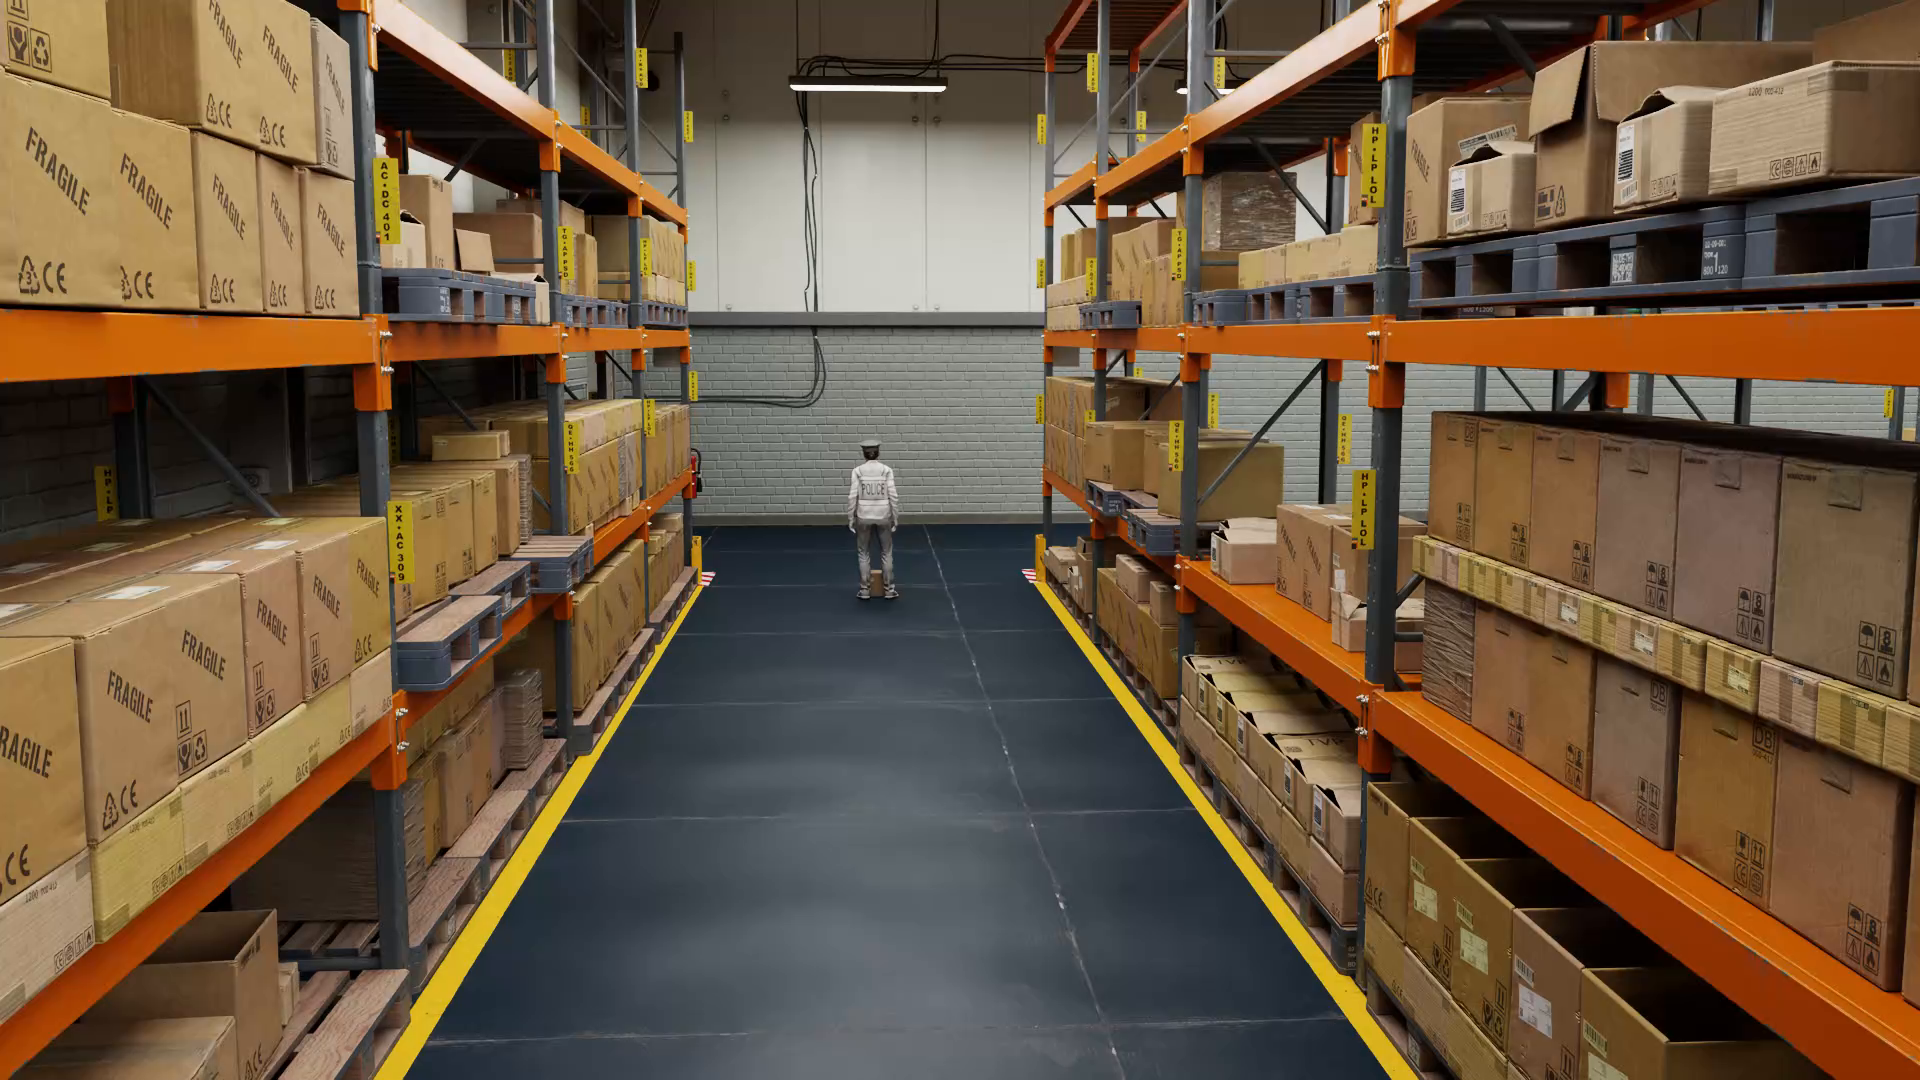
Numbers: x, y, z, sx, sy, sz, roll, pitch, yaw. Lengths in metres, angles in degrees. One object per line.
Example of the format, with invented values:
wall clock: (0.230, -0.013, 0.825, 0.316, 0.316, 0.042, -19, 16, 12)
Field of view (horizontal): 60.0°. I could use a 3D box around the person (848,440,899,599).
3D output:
person: (-0.909, -0.210, 17.458, 0.531, 1.663, 0.377, -1, 7, -4)
